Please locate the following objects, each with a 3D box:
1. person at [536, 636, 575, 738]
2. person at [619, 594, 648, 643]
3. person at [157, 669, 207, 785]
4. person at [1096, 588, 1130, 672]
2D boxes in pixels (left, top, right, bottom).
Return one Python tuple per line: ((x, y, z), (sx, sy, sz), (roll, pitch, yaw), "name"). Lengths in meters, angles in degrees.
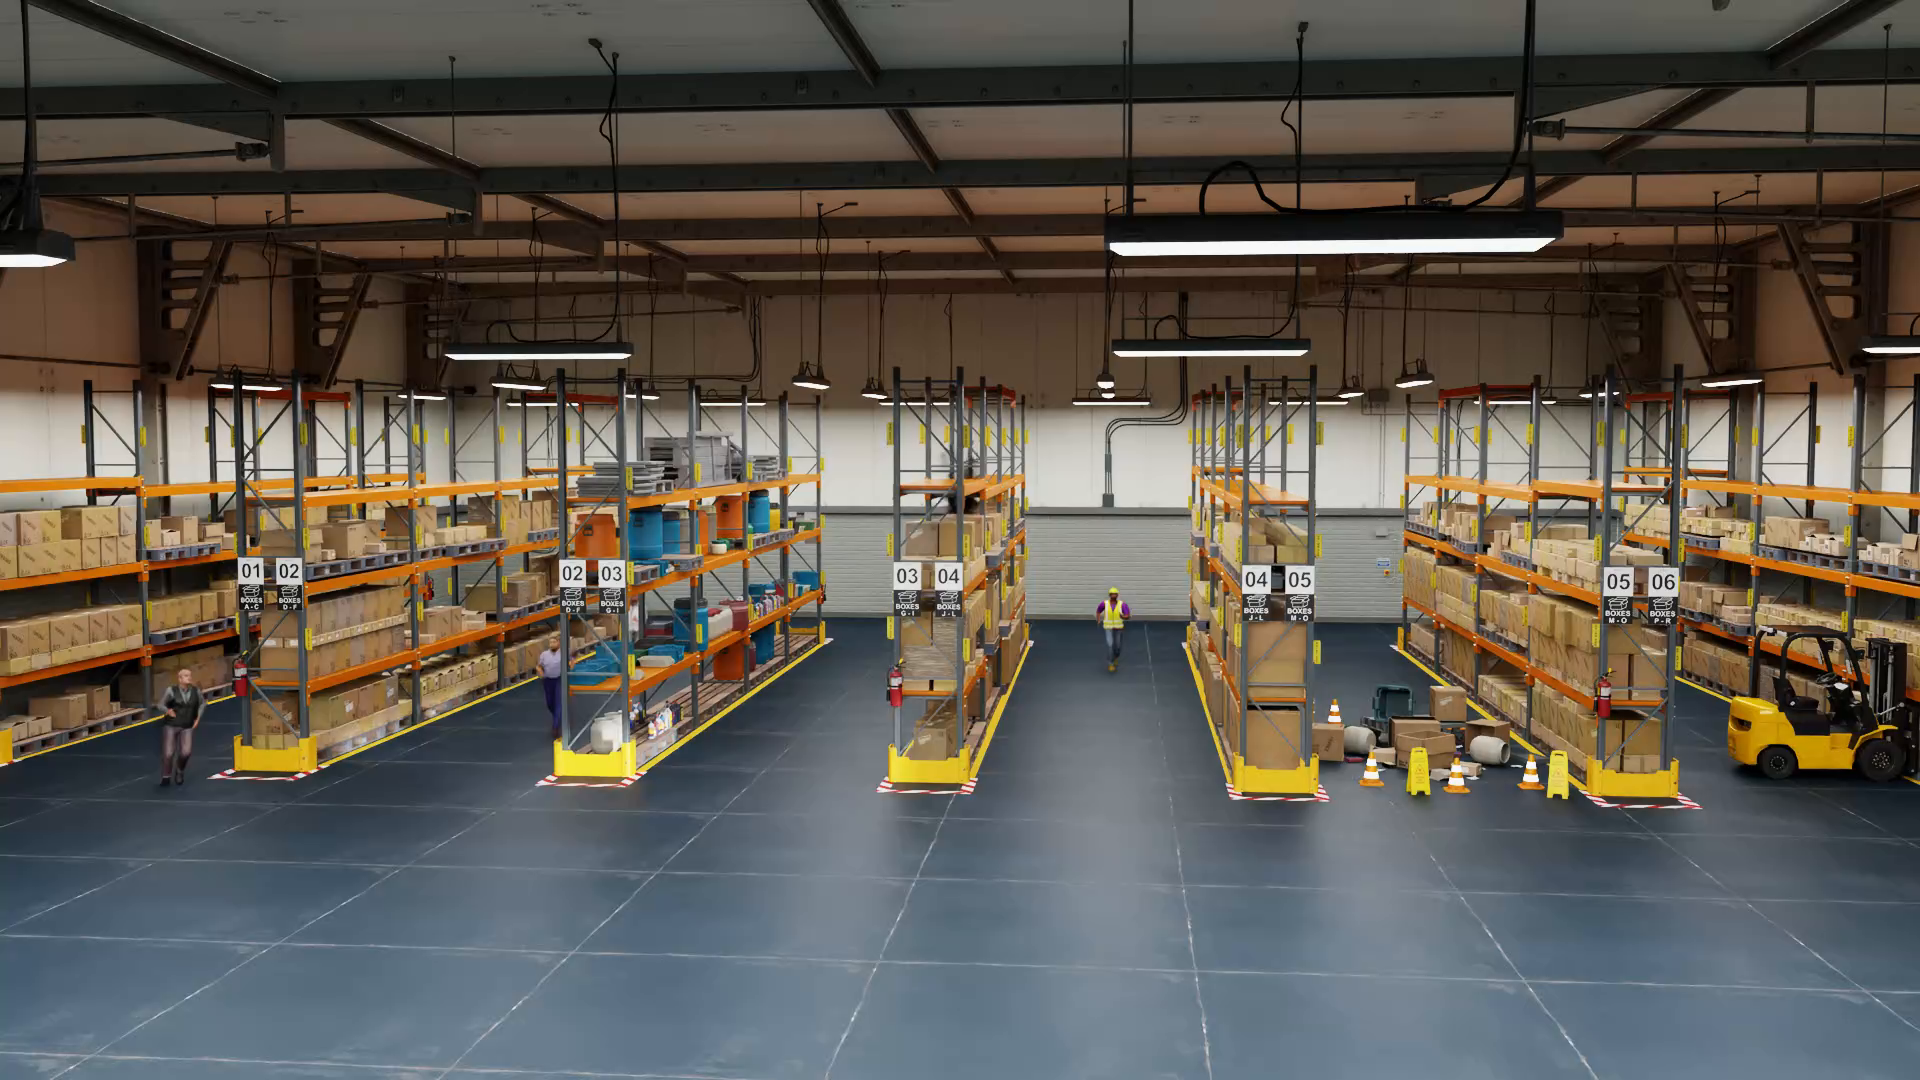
((-6.821, 2.437, 28.009), (0.611, 1.649, 0.931), (0, 4, 0), "person")
((-6.967, 1.922, 35.415), (0.628, 1.782, 0.705), (0, 4, -7), "person")
((-11.134, 2.689, 23.839), (0.665, 1.662, 0.589), (-2, 4, -30), "person")
((3.277, 1.890, 35.504), (0.703, 1.743, 0.992), (0, 4, 0), "person")
